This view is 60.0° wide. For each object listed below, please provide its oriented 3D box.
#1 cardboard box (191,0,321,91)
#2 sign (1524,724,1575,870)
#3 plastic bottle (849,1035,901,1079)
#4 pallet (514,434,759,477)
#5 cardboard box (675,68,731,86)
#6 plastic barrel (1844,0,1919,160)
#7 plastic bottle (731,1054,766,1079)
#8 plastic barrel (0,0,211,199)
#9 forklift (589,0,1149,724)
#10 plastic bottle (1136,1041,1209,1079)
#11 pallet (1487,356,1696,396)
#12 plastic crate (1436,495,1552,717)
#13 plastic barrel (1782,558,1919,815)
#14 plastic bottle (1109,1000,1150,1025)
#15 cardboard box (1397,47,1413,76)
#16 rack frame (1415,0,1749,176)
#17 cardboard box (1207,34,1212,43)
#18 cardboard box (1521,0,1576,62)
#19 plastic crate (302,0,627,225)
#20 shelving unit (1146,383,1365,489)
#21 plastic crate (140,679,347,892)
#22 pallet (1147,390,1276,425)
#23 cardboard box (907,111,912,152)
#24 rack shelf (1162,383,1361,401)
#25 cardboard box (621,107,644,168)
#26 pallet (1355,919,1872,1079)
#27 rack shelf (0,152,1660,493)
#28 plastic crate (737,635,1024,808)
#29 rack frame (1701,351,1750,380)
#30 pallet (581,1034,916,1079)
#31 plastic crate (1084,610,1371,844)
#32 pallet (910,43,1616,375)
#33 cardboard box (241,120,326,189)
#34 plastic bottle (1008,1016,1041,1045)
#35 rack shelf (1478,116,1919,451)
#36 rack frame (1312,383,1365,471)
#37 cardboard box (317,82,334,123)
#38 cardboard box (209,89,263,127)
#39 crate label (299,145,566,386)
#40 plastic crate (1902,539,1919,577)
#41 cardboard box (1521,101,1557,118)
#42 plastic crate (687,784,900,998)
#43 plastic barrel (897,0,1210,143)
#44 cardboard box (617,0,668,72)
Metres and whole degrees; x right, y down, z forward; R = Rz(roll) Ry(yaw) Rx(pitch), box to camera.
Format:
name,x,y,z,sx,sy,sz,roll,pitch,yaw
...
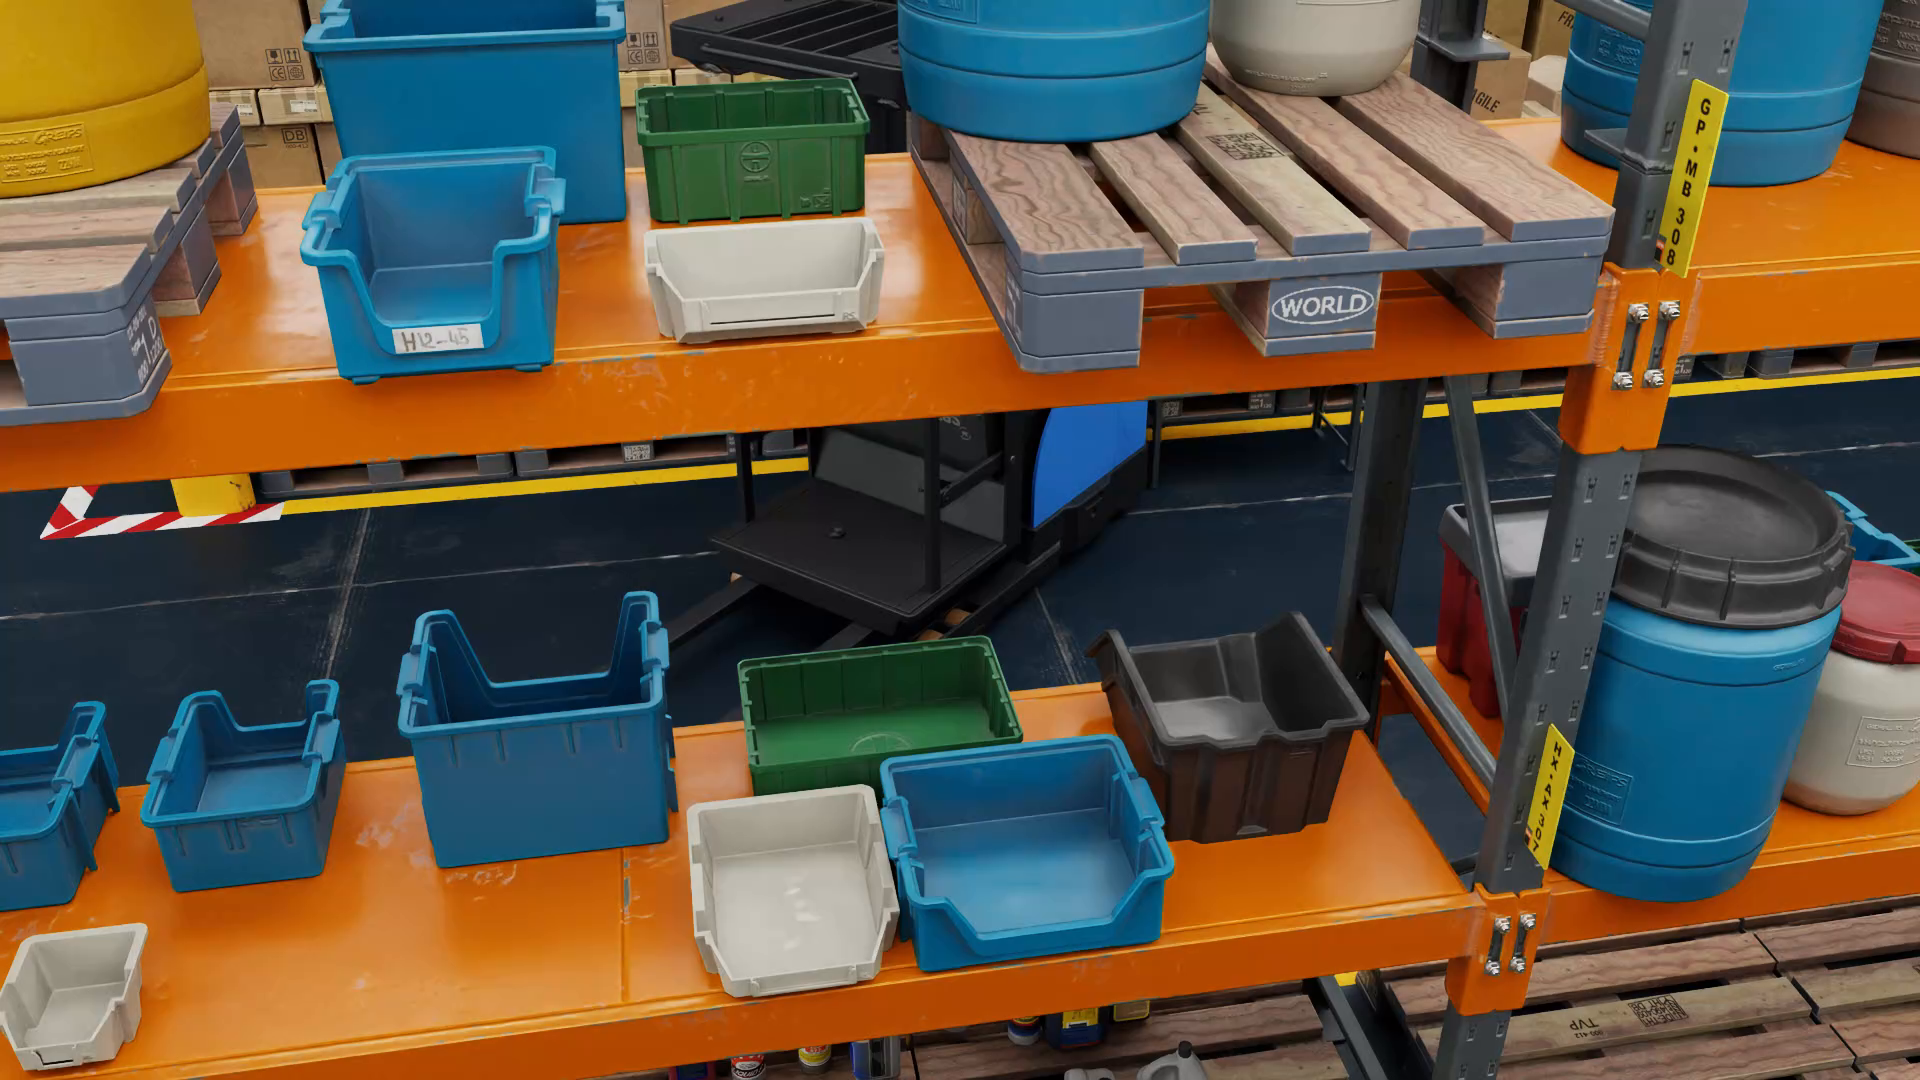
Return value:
name,x,y,z,sx,sy,sz,roll,pitch,yaw
cardboard box,-3.133,-2.350,7.409,0.500,0.500,0.700,-5,31,-9
sign,1.265,0.554,3.575,0.005,0.325,0.100,-5,31,-9
plastic bottle,-0.244,1.377,4.702,0.135,0.276,0.152,-5,31,-9
pallet,-1.704,-0.705,8.741,1.213,0.211,1.003,-5,31,-9
cardboard box,-1.190,-2.148,7.705,0.250,0.149,0.380,-4,31,-7
plastic barrel,2.281,-1.325,3.591,0.600,0.901,0.600,0,30,0
plastic bottle,-0.600,1.432,4.682,0.097,0.201,0.097,0,30,0
plastic barrel,-1.659,-0.959,2.863,0.600,0.588,0.600,0,30,0
forklift,-0.360,-1.005,6.567,1.130,2.935,3.031,20,36,30
plastic bottle,0.569,1.481,4.451,0.185,0.351,0.144,-5,31,-9
pallet,3.406,-1.179,9.547,1.213,0.211,1.003,-5,31,-9
plastic crate,1.598,0.174,4.432,0.583,0.464,0.402,-5,31,-9
plastic barrel,2.157,0.362,4.042,0.433,0.535,0.433,0,30,0
plastic bottle,0.491,1.286,4.849,0.133,0.283,0.061,-5,31,-9
cardboard box,2.057,-2.271,8.554,0.500,0.500,0.500,-5,31,-9
rack frame,1.177,-2.188,2.593,0.127,3.000,1.000,-5,31,-9
cardboard box,2.100,-3.938,13.520,0.500,0.500,0.700,-5,31,-9
cardboard box,4.937,-4.239,13.707,0.750,0.750,0.750,-5,31,-9
plastic crate,-0.936,-0.847,3.288,0.575,0.384,0.392,-5,31,-9
shelving unit,1.410,-1.071,8.088,1.048,1.500,0.538,-5,30,-9
plastic crate,-1.680,0.576,3.958,0.408,0.251,0.499,-5,31,-9
pallet,1.006,-0.957,9.169,1.213,0.211,1.003,-5,31,-9
cardboard box,-0.147,-2.071,8.215,0.500,0.500,0.700,-6,31,-10
rack shelf,1.411,-0.915,8.178,1.000,0.185,0.538,-5,30,-9
cardboard box,-1.663,-1.929,7.972,0.500,0.500,0.700,-4,31,-7
pallet,1.942,1.509,4.975,1.213,0.211,1.003,-5,31,-9
rack shelf,-0.791,-0.402,3.225,4.000,0.370,1.077,-5,31,-9
plastic crate,-0.209,0.473,4.196,0.662,0.188,0.450,-5,31,-9
rack frame,4.223,-2.437,8.935,0.127,3.000,1.000,-5,31,-9
pallet,-0.694,1.754,4.559,1.213,0.211,1.003,-5,31,-9
plastic crate,0.639,0.409,4.156,0.504,0.338,0.767,-5,31,-9
pallet,0.485,-0.699,3.206,1.003,0.211,1.213,-5,31,-9
cardboard box,-3.185,-1.786,7.729,0.500,0.500,0.700,-5,31,-9
plastic bottle,0.187,1.325,4.795,0.097,0.271,0.097,0,30,0
rack shelf,3.144,-0.767,3.846,4.000,0.370,1.077,-5,31,-9
rack frame,1.910,-1.118,8.167,0.032,1.500,0.500,-5,30,-9
cardboard box,-2.717,-2.005,7.463,0.250,0.149,0.380,-5,31,-9
cardboard box,-3.222,-1.958,7.382,0.250,0.149,0.380,-6,31,-9
crate label,-0.857,-0.472,2.780,0.408,0.251,0.502,-5,31,-9
plastic crate,2.839,0.190,4.677,0.662,0.188,0.450,-5,31,-9
cardboard box,2.979,-2.184,8.753,0.250,0.149,0.380,-3,31,-5
plastic crate,-0.375,0.786,3.714,0.437,0.136,0.530,-5,31,-9
plastic barrel,0.178,-1.255,3.056,0.708,0.901,0.600,-5,31,-9
cardboard box,-1.628,-2.493,7.652,0.500,0.500,0.700,-5,31,-9
